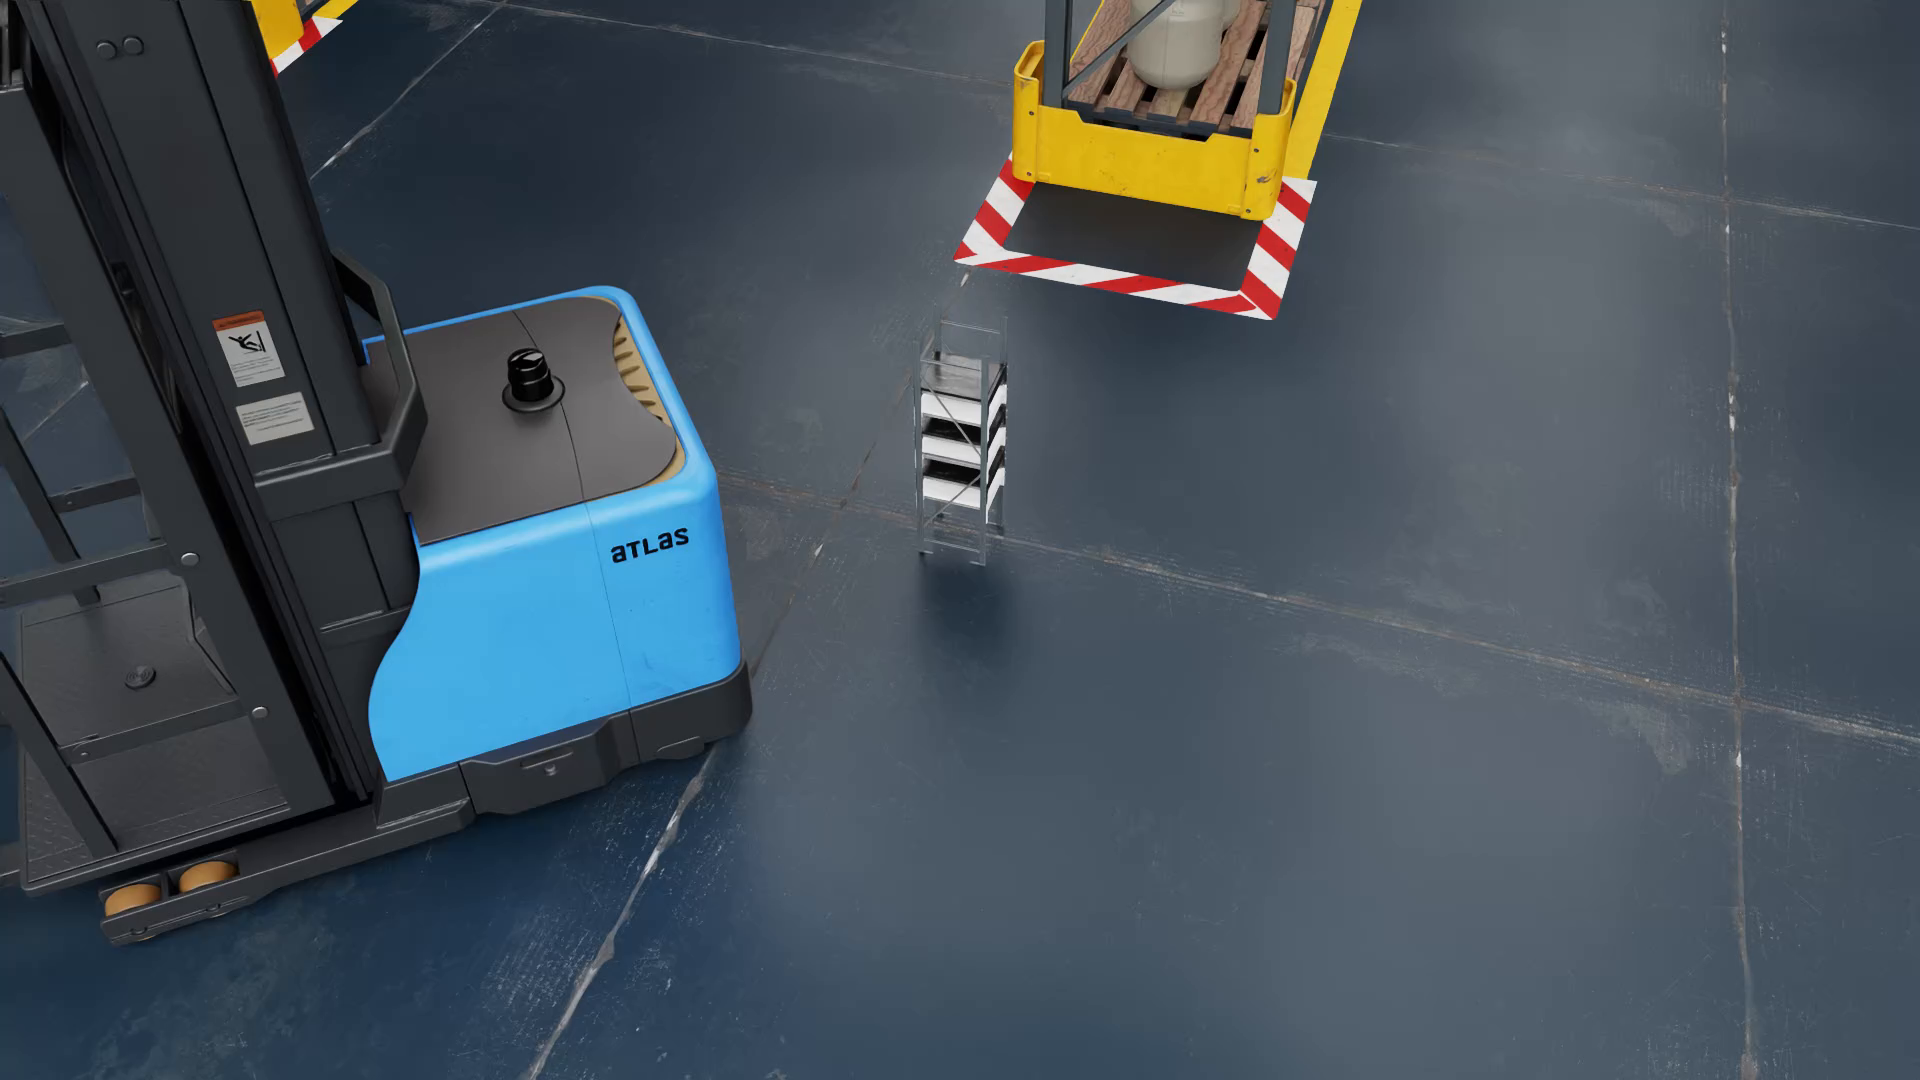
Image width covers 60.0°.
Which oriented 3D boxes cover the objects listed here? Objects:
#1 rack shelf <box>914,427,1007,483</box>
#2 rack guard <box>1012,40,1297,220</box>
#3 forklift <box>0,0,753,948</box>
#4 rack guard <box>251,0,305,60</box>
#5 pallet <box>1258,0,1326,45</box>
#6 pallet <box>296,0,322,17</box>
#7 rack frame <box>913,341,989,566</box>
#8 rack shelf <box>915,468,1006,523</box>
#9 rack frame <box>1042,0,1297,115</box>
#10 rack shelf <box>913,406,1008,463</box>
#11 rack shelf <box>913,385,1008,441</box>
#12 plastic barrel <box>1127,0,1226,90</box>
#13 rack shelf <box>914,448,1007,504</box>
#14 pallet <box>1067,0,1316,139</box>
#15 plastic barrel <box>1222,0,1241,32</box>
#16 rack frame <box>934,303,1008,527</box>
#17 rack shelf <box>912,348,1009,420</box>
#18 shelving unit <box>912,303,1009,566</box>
[{"bbox_3d":[0.002,-0.303,5.464,0.258,0.077,0.200,13,46,12],"label":"rack shelf"},{"bbox_3d":[0.823,-1.780,7.211,1.175,0.500,0.348,13,46,13],"label":"rack guard"},{"bbox_3d":[-2.204,-0.359,4.021,3.031,2.935,1.130,-16,47,-16],"label":"forklift"},{"bbox_3d":[-3.882,-2.755,8.208,1.175,0.500,0.348,13,46,13],"label":"rack guard"},{"bbox_3d":[1.446,-3.027,8.693,1.003,0.211,1.213,13,46,13],"label":"pallet"},{"bbox_3d":[-3.683,-3.186,8.855,1.003,0.211,1.213,13,46,13],"label":"pallet"},{"bbox_3d":[-0.028,-0.259,5.372,0.240,0.900,0.006,13,46,12],"label":"rack frame"},{"bbox_3d":[0.002,-0.175,5.590,0.258,0.077,0.200,13,46,12],"label":"rack shelf"},{"bbox_3d":[0.845,-2.613,6.275,1.000,3.000,0.127,13,46,13],"label":"rack frame"},{"bbox_3d":[0.002,-0.368,5.401,0.258,0.077,0.200,13,46,12],"label":"rack shelf"},{"bbox_3d":[0.002,-0.432,5.338,0.258,0.077,0.200,13,46,12],"label":"rack shelf"},{"bbox_3d":[0.972,-2.328,7.463,0.421,0.512,0.421,0,44,0],"label":"plastic barrel"},{"bbox_3d":[0.002,-0.239,5.527,0.258,0.077,0.200,13,46,12],"label":"rack shelf"},{"bbox_3d":[1.074,-2.217,7.865,1.003,0.211,1.213,13,46,13],"label":"pallet"},{"bbox_3d":[1.123,-2.662,7.805,0.421,0.512,0.421,0,44,0],"label":"plastic barrel"},{"bbox_3d":[0.033,-0.395,5.510,0.240,0.900,0.006,13,46,12],"label":"rack frame"},{"bbox_3d":[0.002,-0.496,5.275,0.258,0.077,0.200,13,46,12],"label":"rack shelf"},{"bbox_3d":[0.002,-0.327,5.441,0.258,0.900,0.210,13,46,12],"label":"shelving unit"}]
